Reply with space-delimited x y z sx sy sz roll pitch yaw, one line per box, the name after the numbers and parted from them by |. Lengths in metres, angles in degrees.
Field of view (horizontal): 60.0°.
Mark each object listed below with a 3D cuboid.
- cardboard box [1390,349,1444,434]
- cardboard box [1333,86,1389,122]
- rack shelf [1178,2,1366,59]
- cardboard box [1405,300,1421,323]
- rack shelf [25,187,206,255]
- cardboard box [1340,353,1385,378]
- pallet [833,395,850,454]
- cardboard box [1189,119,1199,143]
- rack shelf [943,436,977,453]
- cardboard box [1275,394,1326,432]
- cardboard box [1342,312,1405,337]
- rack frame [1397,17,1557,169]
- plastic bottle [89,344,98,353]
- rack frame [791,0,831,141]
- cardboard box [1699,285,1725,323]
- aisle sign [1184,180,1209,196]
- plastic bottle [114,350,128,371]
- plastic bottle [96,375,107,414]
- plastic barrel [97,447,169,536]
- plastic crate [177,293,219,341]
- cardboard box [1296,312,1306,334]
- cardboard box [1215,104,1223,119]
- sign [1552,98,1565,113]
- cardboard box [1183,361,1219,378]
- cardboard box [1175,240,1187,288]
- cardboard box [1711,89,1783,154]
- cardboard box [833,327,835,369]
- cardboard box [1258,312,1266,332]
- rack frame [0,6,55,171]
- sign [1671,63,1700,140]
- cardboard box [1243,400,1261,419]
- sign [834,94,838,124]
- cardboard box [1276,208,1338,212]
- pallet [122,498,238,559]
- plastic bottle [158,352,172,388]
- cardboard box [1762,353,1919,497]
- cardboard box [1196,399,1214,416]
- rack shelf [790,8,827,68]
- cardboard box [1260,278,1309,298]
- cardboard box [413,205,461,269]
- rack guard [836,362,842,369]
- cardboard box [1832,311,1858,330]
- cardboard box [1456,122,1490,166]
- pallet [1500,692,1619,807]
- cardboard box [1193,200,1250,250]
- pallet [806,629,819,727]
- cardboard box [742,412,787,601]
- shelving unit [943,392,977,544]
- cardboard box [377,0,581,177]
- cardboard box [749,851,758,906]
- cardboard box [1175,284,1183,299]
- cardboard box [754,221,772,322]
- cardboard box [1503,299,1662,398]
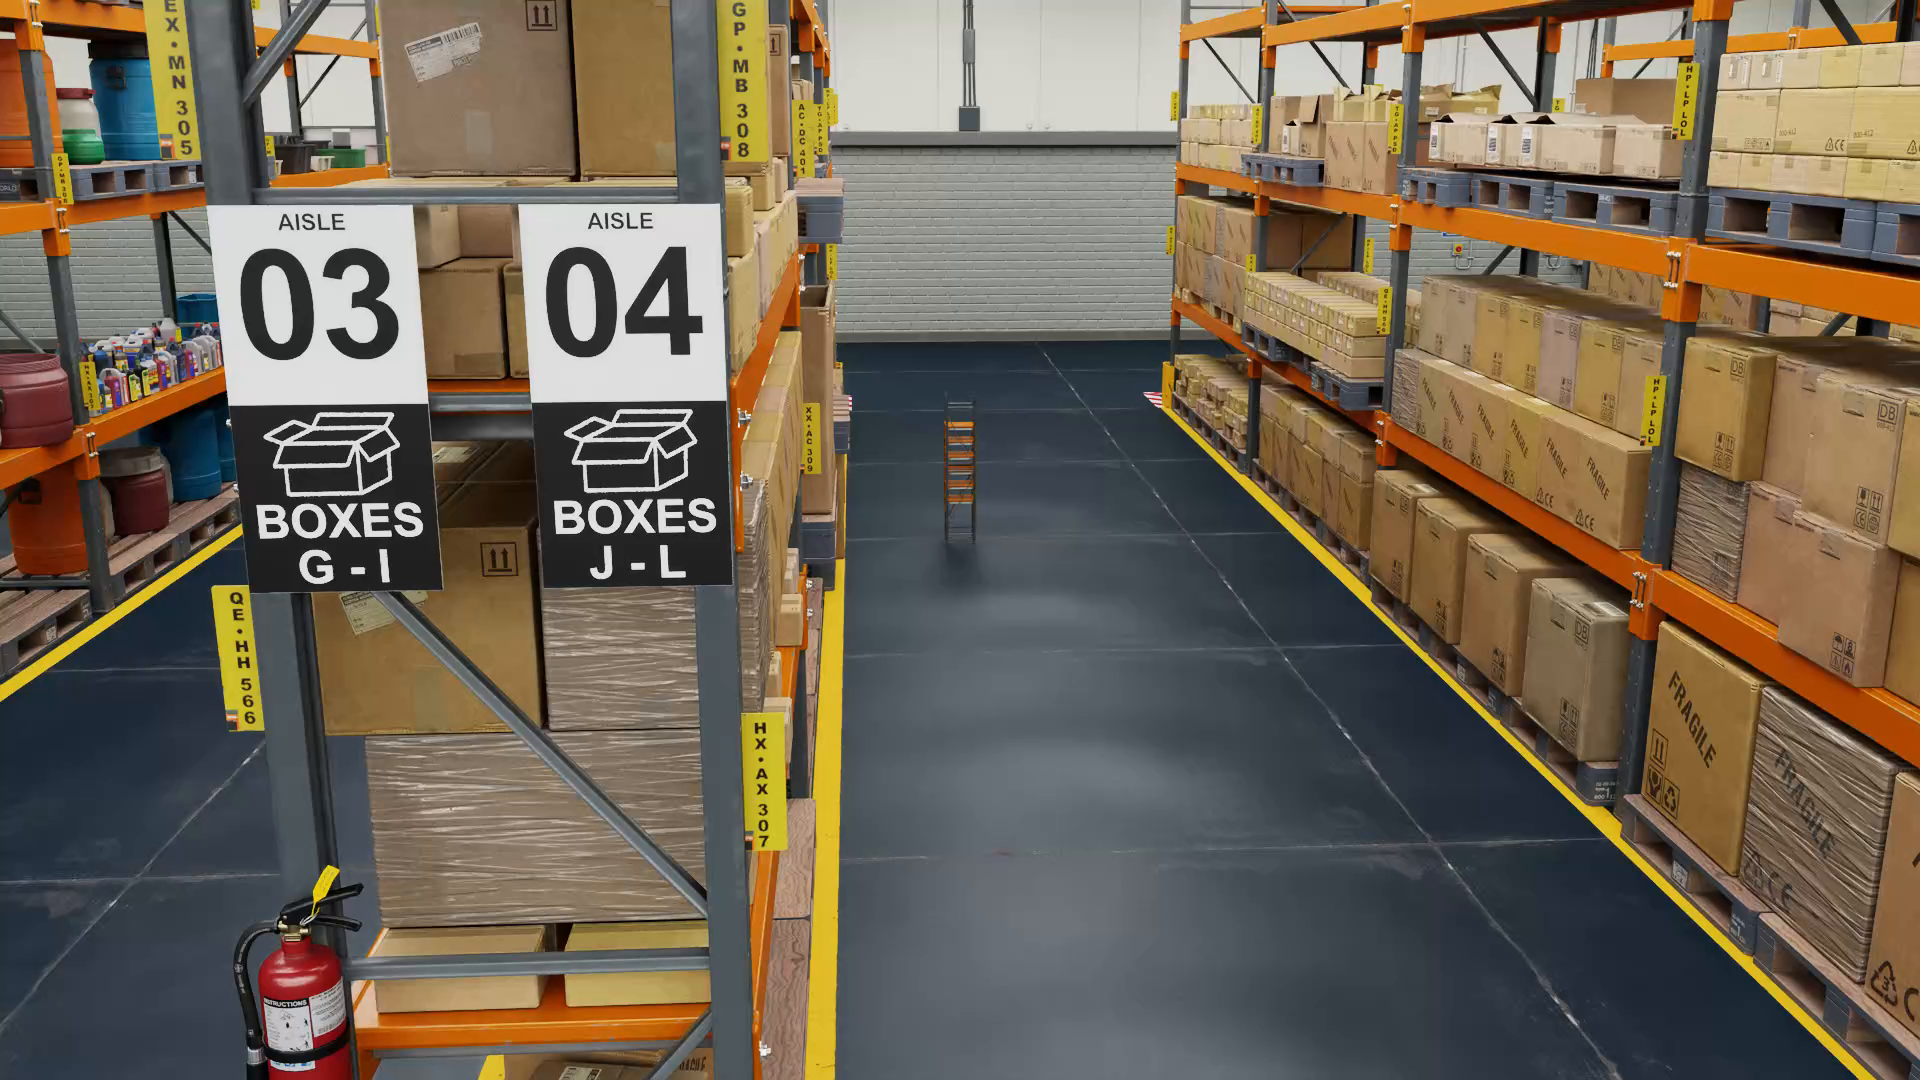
3.242 -1.009 11.227 0.500 0.500 0.500 -1 14 -3 | cardboard box
3.099 -3.364 12.826 0.396 0.266 0.258 -1 14 -3 | cardboard box
3.112 -5.124 16.832 1.077 0.370 4.000 -1 14 -3 | rack shelf
3.602 -1.758 12.806 0.380 0.149 0.250 -1 15 -6 | cardboard box
-6.541 -2.550 12.842 1.077 0.370 4.000 -1 14 -3 | rack shelf
2.994 -1.274 12.118 0.380 0.149 0.250 -1 14 -3 | cardboard box
-1.323 -0.756 10.831 1.213 0.211 1.003 -1 14 -3 | pallet
2.789 -4.445 18.061 0.500 0.250 0.500 -1 14 -4 | cardboard box
0.001 -0.767 13.314 0.258 0.103 0.180 -1 14 -3 | rack shelf
3.053 -1.107 14.477 0.500 0.250 0.500 0 14 -2 | cardboard box
2.995 -1.561 12.041 0.380 0.149 0.250 -1 15 -6 | cardboard box
3.483 -3.982 10.942 1.000 3.000 0.127 -1 14 -3 | rack frame
-6.965 -1.443 13.372 0.097 0.271 0.097 0 14 0 | plastic bottle
-1.969 -5.920 18.475 1.000 3.000 0.127 -1 14 -3 | rack frame
7.849 -2.460 16.869 0.500 0.500 0.500 -1 14 -5 | cardboard box
2.684 -4.338 19.151 0.394 0.787 0.004 -1 14 -3 | aisle sign
-6.821 -1.445 13.520 0.097 0.201 0.097 0 14 0 | plastic bottle
-6.101 -1.028 11.760 0.097 0.271 0.097 0 14 0 | plastic bottle
-6.534 -0.386 13.004 0.600 0.588 0.708 -1 14 -3 | plastic barrel
-7.034 -2.075 15.485 0.392 0.384 0.575 -1 14 -3 | plastic crate
2.916 -1.739 13.329 0.380 0.149 0.250 -1 14 -2 | cardboard box
2.801 -4.344 16.867 0.380 0.149 0.250 -1 14 -4 | cardboard box
4.038 -2.824 11.267 0.100 0.325 0.005 -1 14 -3 | sign
2.706 -1.910 18.614 0.380 0.149 0.250 -1 14 -4 | cardboard box
2.740 -3.143 18.923 0.500 0.500 0.500 0 14 -1 | cardboard box
3.482 -1.732 6.877 0.500 0.250 0.500 -1 14 -3 | cardboard box
-1.793 -1.805 17.942 0.875 0.875 0.875 -1 14 -3 | cardboard box
2.836 -1.917 14.617 0.380 0.149 0.250 -1 14 -3 | cardboard box
-6.417 -3.854 10.445 1.000 3.000 0.127 -1 14 -3 | rack frame
3.190 -1.926 7.304 0.100 0.325 0.005 -1 14 -3 | sign
2.954 -1.266 16.113 0.380 0.149 0.250 0 14 -2 | cardboard box
-1.426 -4.863 18.768 0.100 0.325 0.005 -1 14 -3 | sign
3.404 -2.993 16.333 0.500 0.500 0.500 -1 14 -5 | cardboard box
-6.580 -0.096 13.476 1.003 0.211 1.213 -1 14 -3 | pallet
-6.172 -1.315 12.877 0.097 0.271 0.097 0 14 0 | plastic bottle
3.870 -0.450 6.787 0.875 0.550 0.550 -1 14 -3 | cardboard box
2.767 -1.437 17.972 0.380 0.149 0.250 -2 15 -6 | cardboard box
-1.597 -3.886 12.815 1.077 0.370 4.000 -1 14 -3 | rack shelf
2.838 -2.203 14.536 0.380 0.149 0.250 -1 14 -3 | cardboard box
-1.306 -0.673 3.602 0.380 0.149 0.250 -1 14 -3 | cardboard box
-1.970 -1.810 19.557 1.175 0.500 0.348 -1 14 -3 | rack guard
7.981 -1.973 14.474 0.500 0.250 0.500 -1 14 -3 | cardboard box
3.340 -2.400 10.073 0.500 0.250 0.500 0 14 -2 | cardboard box
3.608 1.078 8.912 1.003 0.211 1.213 -1 14 -3 | pallet
2.798 -3.372 17.807 0.500 0.500 0.500 -1 14 -5 | cardboard box
-1.354 0.823 9.906 1.003 0.211 1.213 -1 14 -3 | pallet
-0.796 -0.102 5.098 0.500 0.500 0.500 -1 14 -3 | cardboard box
0.001 -0.577 13.363 0.258 1.200 0.189 -1 14 -3 | shelving unit
-1.326 -1.304 4.755 0.500 0.500 0.500 -1 14 -3 | cardboard box
-0.754 0.887 4.564 0.380 0.149 0.250 -1 14 -3 | cardboard box
2.681 -2.859 19.121 0.380 0.149 0.250 -1 14 -4 | cardboard box
-0.814 -0.791 4.861 0.500 0.250 0.500 -1 14 -4 | cardboard box
3.600 -1.117 9.640 0.700 0.500 0.500 -1 14 -4 | cardboard box
